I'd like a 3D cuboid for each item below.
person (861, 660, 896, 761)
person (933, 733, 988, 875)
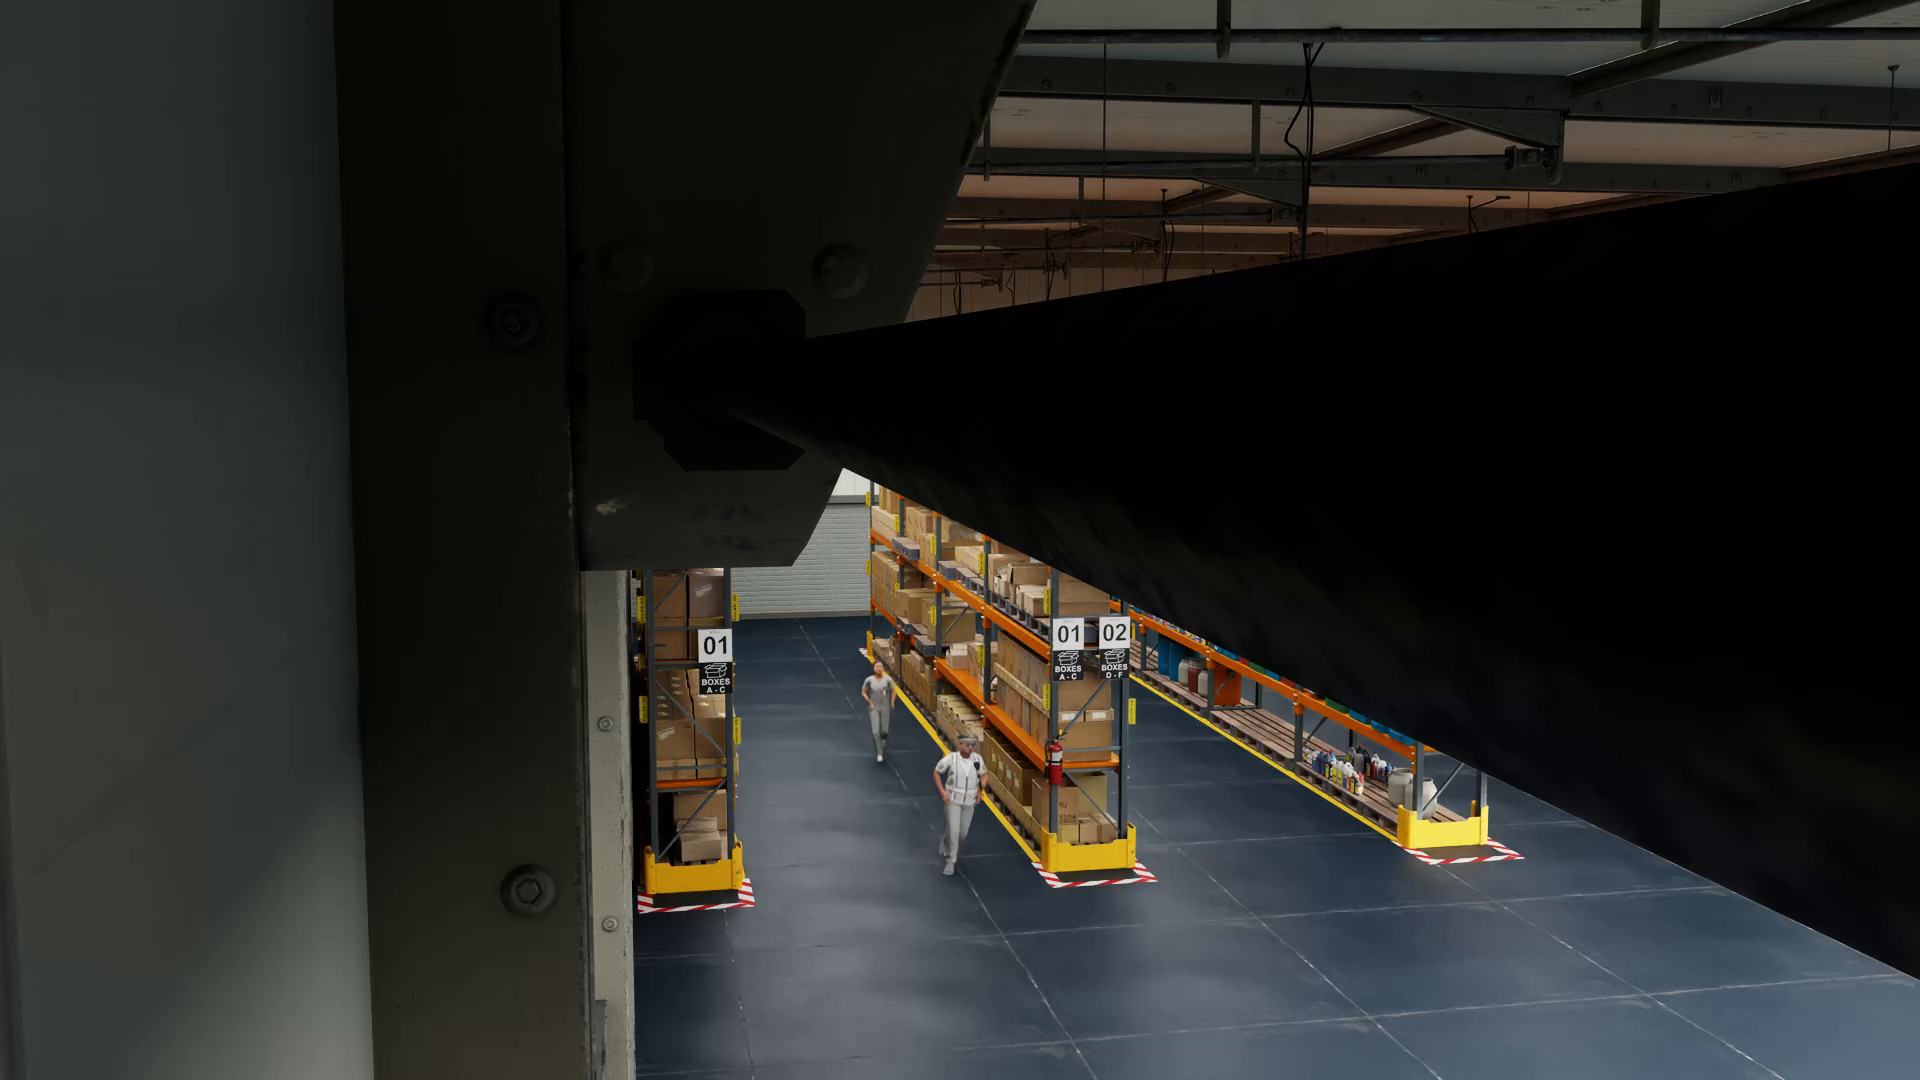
[{"bbox_3d":[-1.308,2.733,26.825,0.565,1.630,0.573,-1,6,-6],"label":"person"},{"bbox_3d":[0.013,3.280,21.112,0.720,1.732,0.780,-2,6,-18],"label":"person"}]
